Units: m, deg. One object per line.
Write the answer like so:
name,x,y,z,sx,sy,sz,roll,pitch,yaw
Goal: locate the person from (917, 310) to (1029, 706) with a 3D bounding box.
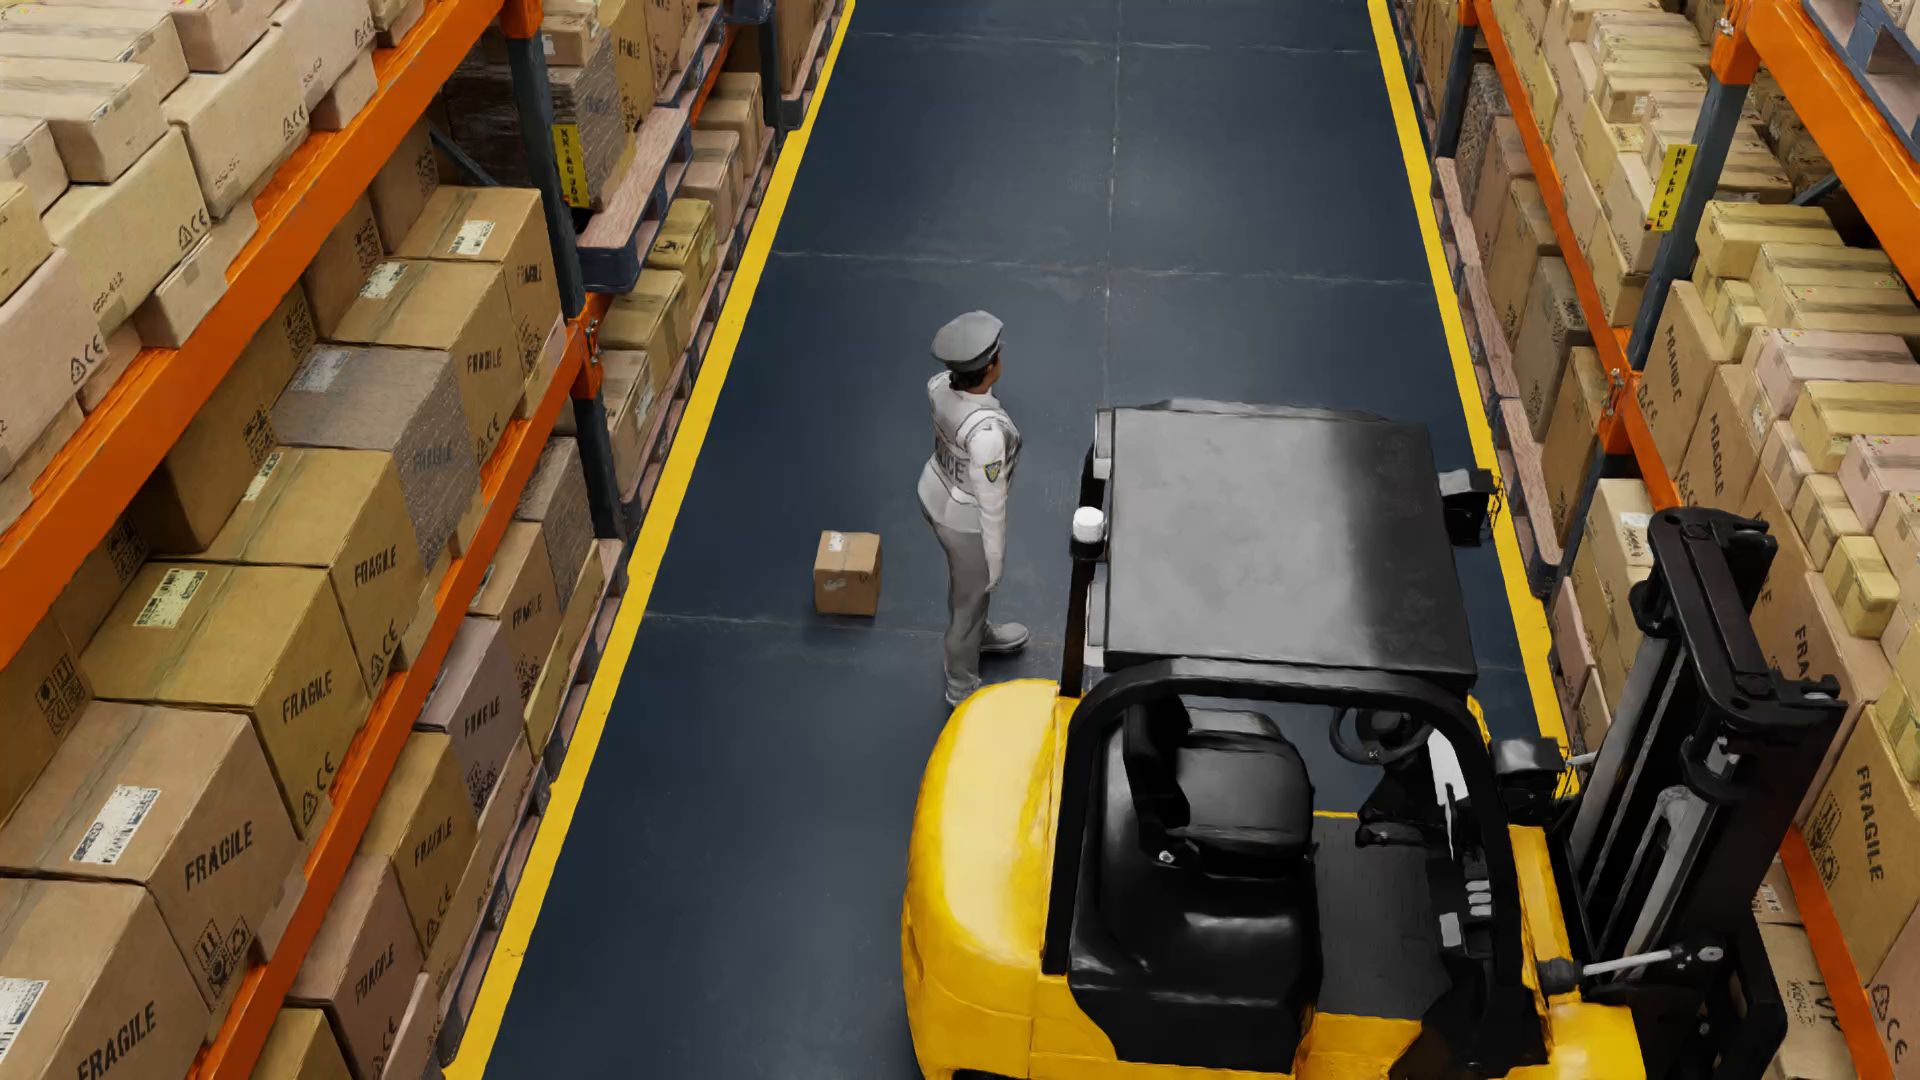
person,0.105,-0.094,6.224,0.475,1.686,0.530,-16,43,-18
